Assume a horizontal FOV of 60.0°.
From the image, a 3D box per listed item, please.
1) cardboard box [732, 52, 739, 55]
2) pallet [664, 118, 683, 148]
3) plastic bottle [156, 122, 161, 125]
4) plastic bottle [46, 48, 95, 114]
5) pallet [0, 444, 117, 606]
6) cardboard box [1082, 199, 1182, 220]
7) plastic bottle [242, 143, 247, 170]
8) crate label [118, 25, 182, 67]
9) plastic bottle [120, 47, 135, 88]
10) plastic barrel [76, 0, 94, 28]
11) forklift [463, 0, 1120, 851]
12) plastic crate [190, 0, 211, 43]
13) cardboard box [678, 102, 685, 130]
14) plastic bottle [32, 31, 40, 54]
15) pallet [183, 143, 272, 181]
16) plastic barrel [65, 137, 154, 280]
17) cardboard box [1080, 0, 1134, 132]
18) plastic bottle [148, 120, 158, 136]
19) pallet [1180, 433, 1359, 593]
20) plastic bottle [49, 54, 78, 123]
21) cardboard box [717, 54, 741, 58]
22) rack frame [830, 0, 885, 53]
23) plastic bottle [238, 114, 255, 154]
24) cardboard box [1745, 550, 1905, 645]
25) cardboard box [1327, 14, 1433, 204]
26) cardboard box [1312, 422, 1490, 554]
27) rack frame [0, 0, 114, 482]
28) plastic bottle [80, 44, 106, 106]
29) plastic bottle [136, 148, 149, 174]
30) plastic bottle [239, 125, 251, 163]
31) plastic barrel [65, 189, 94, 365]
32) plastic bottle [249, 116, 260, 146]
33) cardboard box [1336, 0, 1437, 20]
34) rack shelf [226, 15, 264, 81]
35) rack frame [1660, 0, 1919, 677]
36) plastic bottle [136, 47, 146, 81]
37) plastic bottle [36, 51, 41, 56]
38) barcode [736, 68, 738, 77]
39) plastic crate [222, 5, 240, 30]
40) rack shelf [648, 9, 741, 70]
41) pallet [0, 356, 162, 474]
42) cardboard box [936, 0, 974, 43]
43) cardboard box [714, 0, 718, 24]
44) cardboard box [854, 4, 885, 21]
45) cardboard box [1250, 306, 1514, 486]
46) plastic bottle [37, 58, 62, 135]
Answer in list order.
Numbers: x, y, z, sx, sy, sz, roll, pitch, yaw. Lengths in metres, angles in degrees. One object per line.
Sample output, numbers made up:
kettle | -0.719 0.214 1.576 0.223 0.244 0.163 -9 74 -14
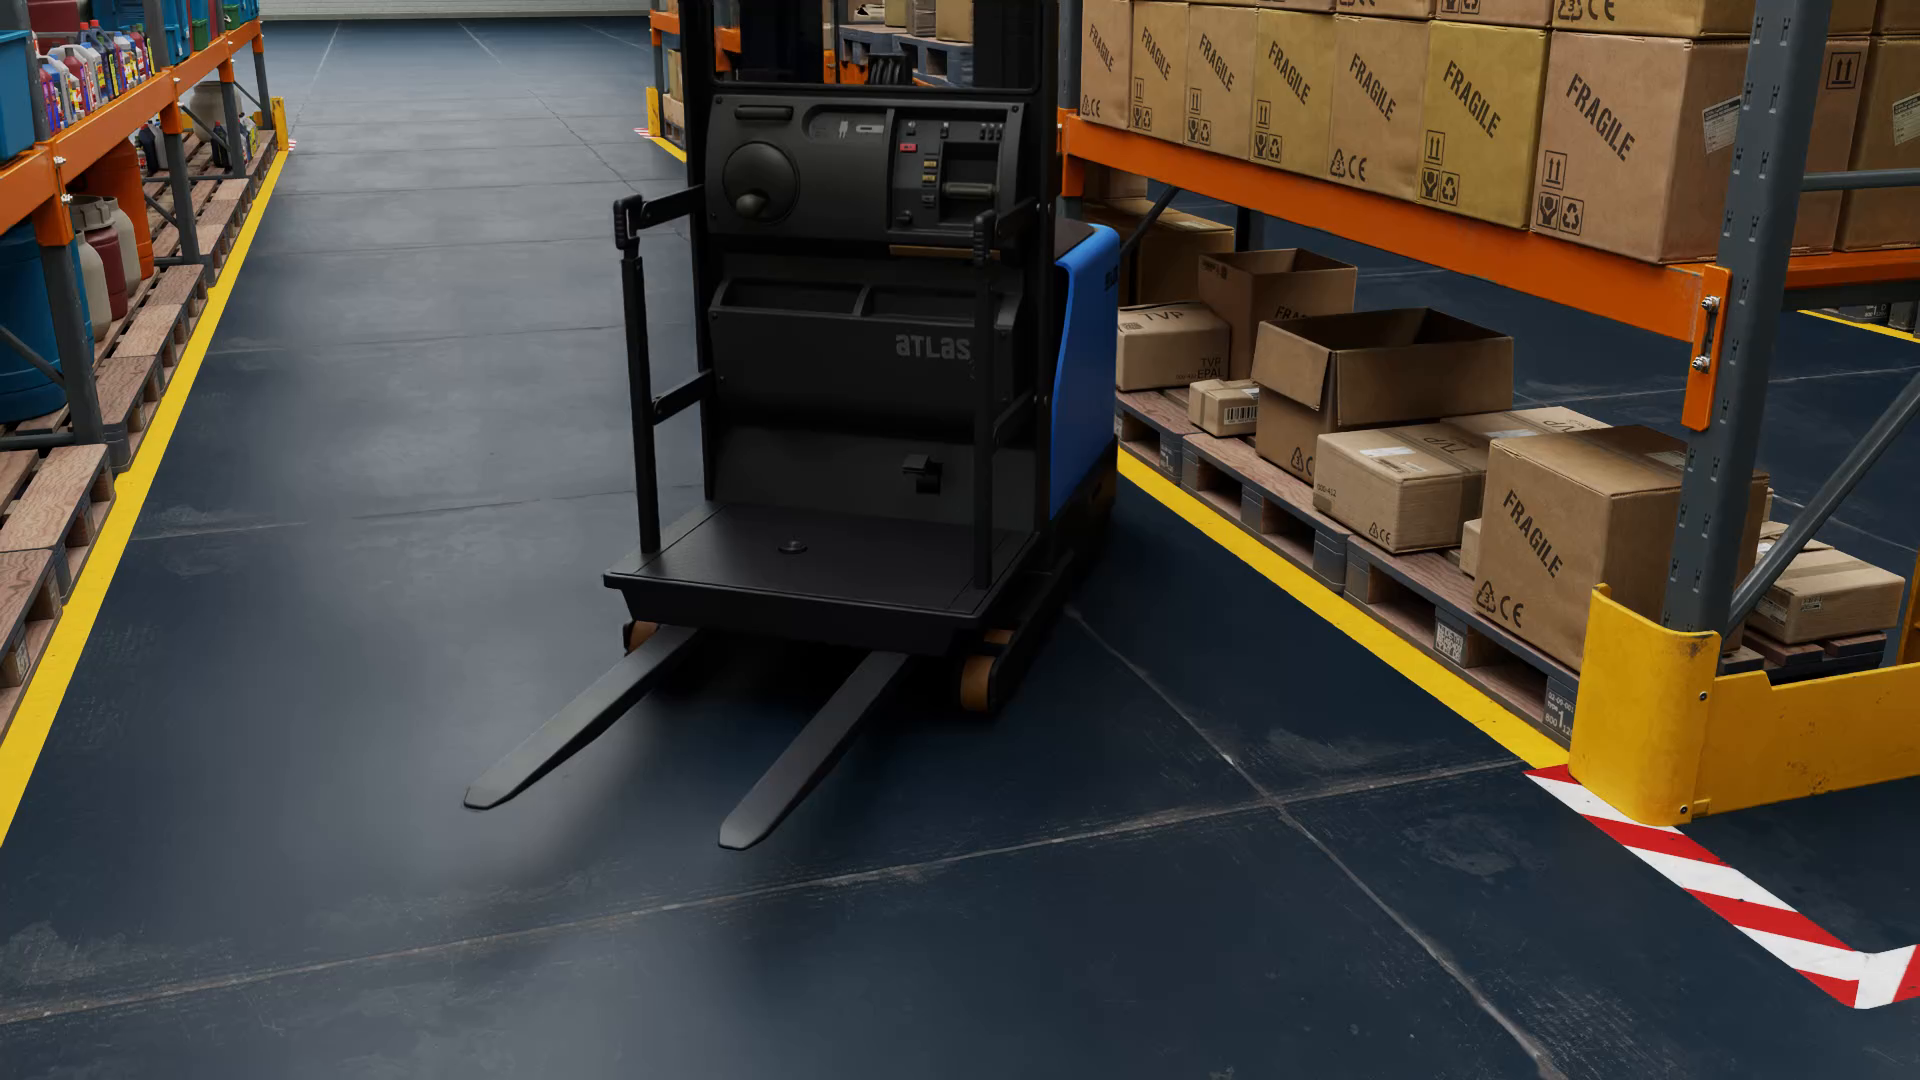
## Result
cardboard box | -2.080 -4.740 17.013 0.500 0.500 0.500 -6 21 -17
pallet | -2.579 -4.390 17.827 1.003 0.211 1.213 -6 21 -17
plastic bottle | -7.181 -3.616 14.933 0.097 0.271 0.097 0 20 0
plastic bottle | -3.866 -1.995 7.217 0.152 0.276 0.135 -6 21 -17
pallet | -3.523 -0.023 5.669 1.003 0.211 1.213 -6 21 -17
cardboard box | 0.814 -1.474 8.631 0.500 0.500 0.500 -6 21 -16
plastic bottle | -5.989 -3.207 13.792 0.097 0.271 0.097 0 20 0
crate label | -4.825 -2.947 9.932 0.303 0.233 0.416 -6 21 -17
plastic bottle | -4.271 -2.404 8.466 0.097 0.201 0.097 0 20 0
plastic barrel | -5.574 -3.211 10.254 0.421 0.512 0.421 0 20 0
forklift | -0.337 -1.048 4.499 1.130 2.935 3.031 6 21 16
plastic crate | -5.663 -3.806 12.100 0.392 0.384 0.575 -6 21 -17
cardboard box | -2.584 -4.331 16.983 0.500 0.250 0.500 -6 21 -17
plastic bottle | -5.074 -2.636 9.000 0.152 0.276 0.135 -6 21 -17
pallet | -6.864 -3.434 15.166 1.003 0.211 1.213 -6 21 -17
plastic barrel | -4.878 -1.872 9.281 0.600 0.830 0.708 -6 21 -17
cardboard box | 0.814 -1.947 6.752 0.500 0.500 0.500 -6 21 -16
plastic bottle | -6.943 -3.436 14.314 0.144 0.351 0.185 -7 21 -18
pallet | 1.515 -0.167 6.071 1.003 0.211 1.213 -6 21 -17
plastic bottle | -3.700 -1.853 6.830 0.097 0.271 0.097 0 20 0
cardboard box | -2.433 -4.523 16.407 0.500 0.500 0.500 -6 21 -17
rack frame | -0.344 -3.376 10.879 1.000 3.000 0.127 -6 21 -17
plastic bottle | -6.358 -3.595 14.756 0.144 0.351 0.185 -7 21 -18
cardboard box | 2.365 0.155 4.614 0.380 0.149 0.250 -6 21 -17
cardboard box | 1.453 -1.298 4.944 0.500 0.500 0.500 -6 21 -17
cardboard box | 1.495 -0.178 5.392 0.500 0.250 0.500 -6 21 -17
rack frame | -3.791 -1.567 5.843 1.000 3.000 0.127 -6 21 -17
plastic bottle | -3.949 -2.108 7.537 0.097 0.271 0.097 0 20 0
plastic bottle | -6.715 -3.108 13.621 0.097 0.201 0.097 0 20 0
plastic bottle | -6.165 -3.398 14.208 0.144 0.351 0.185 -6 21 -16
plastic barrel | -4.168 -1.181 7.250 0.600 0.901 0.708 -6 21 -17
plastic bottle | -6.515 -3.769 15.339 0.061 0.283 0.133 -6 21 -16
cardboard box | 1.442 -1.768 4.774 0.500 0.500 0.500 -6 21 -16
rack shelf | -6.934 -4.438 14.899 1.077 0.370 4.000 -6 21 -17
rack frame | 2.170 -0.809 3.731 1.000 3.000 0.127 -6 21 -17
plastic bottle | -4.424 -2.560 8.900 0.097 0.201 0.097 0 20 0
plastic bottle | -4.010 -1.979 7.172 0.152 0.276 0.135 -6 21 -17
barcode | -1.917 -4.016 14.287 0.001 0.075 0.075 -6 21 -17
plastic crate | -6.464 -4.501 14.323 0.450 0.188 0.662 -6 21 -17
rack shelf | -2.230 -4.963 16.361 1.077 0.370 4.000 -6 21 -17
pallet | -3.994 -0.507 7.016 1.003 0.211 1.213 -6 21 -17
cardboard box | 0.299 -2.898 8.777 0.700 0.500 0.500 -12 23 -31
cardboard box | -1.919 -5.017 15.299 0.700 0.500 0.500 -7 21 -18
cardboard box | -0.442 -3.642 11.750 0.500 0.311 0.500 -7 21 -18
cardboard box | 1.508 -0.522 5.975 0.797 0.503 0.637 -6 21 -17
plastic bottle | -3.543 -1.718 6.436 0.061 0.283 0.133 -6 21 -17
